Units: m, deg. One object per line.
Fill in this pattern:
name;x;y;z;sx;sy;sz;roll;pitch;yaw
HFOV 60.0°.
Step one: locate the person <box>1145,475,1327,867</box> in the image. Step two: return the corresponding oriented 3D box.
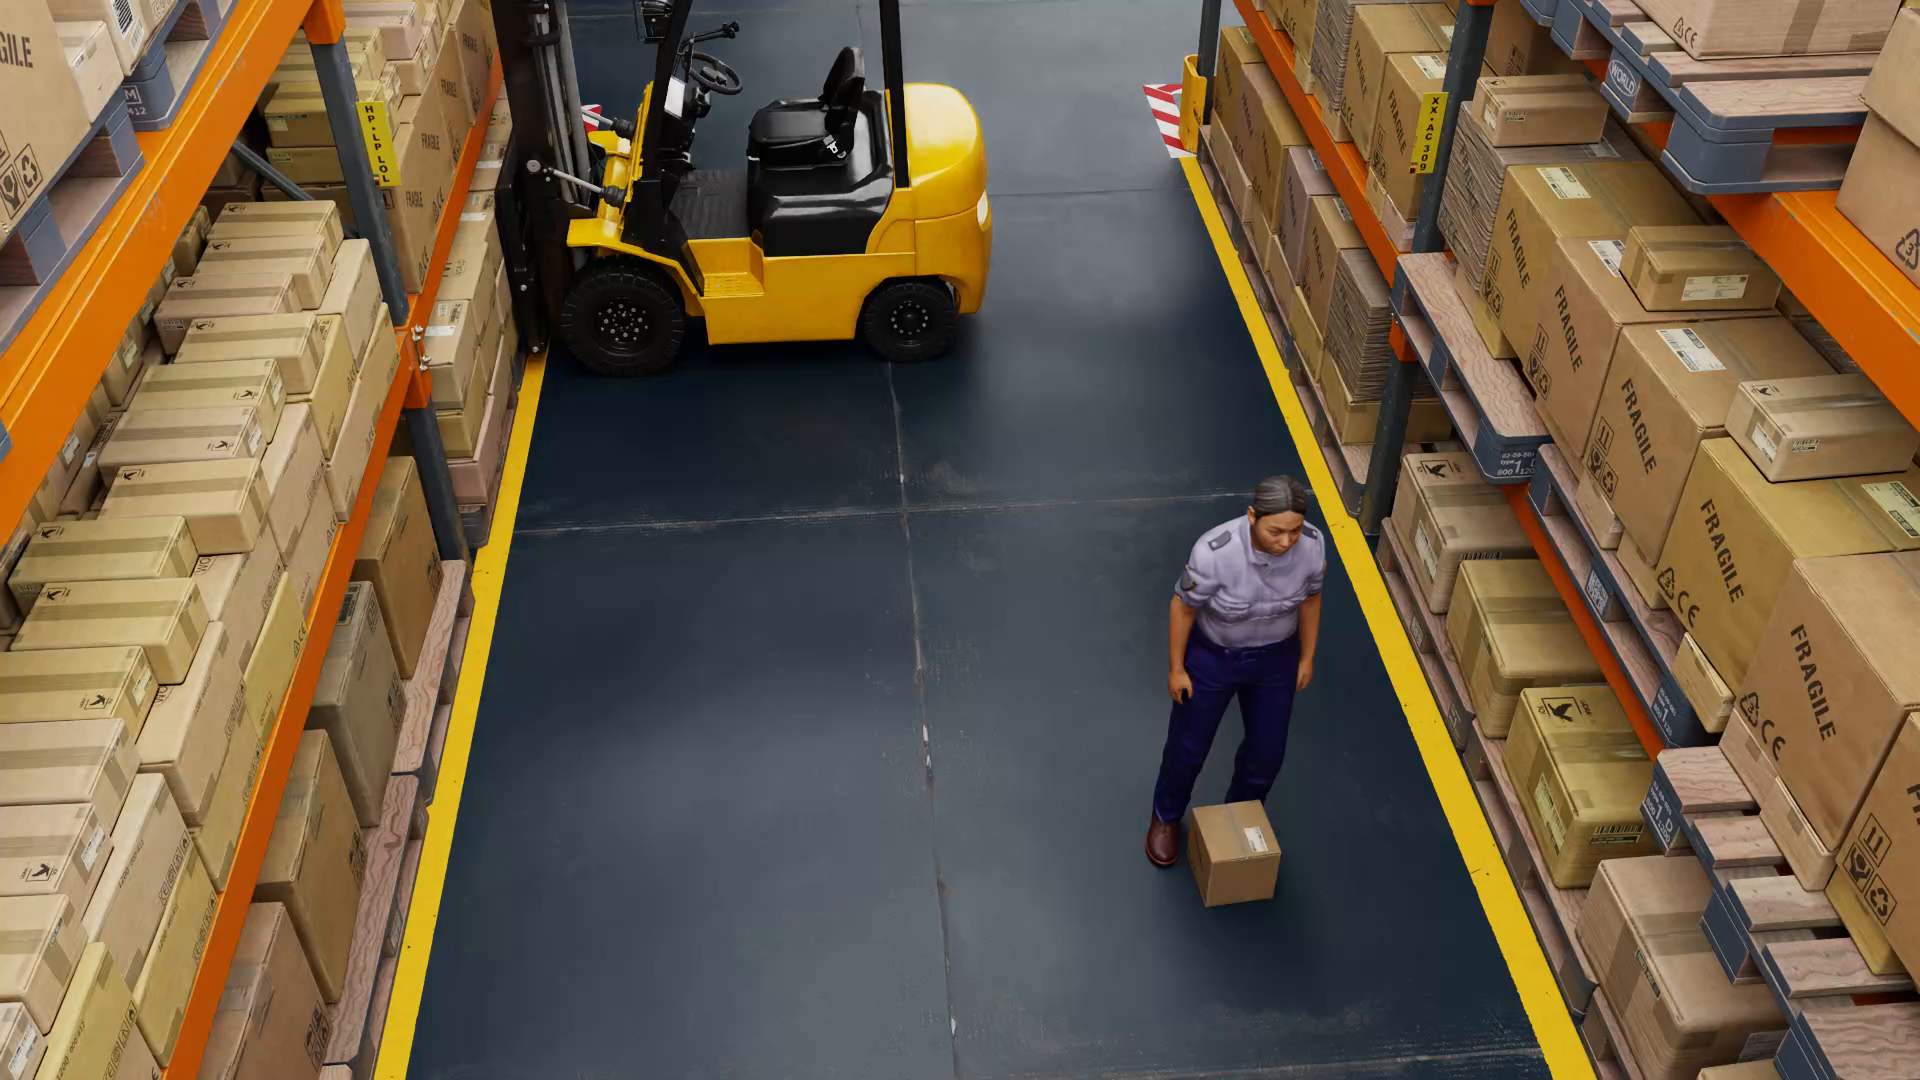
person;0.945;0.443;5.633;0.556;1.636;0.425;-5;40;-6
